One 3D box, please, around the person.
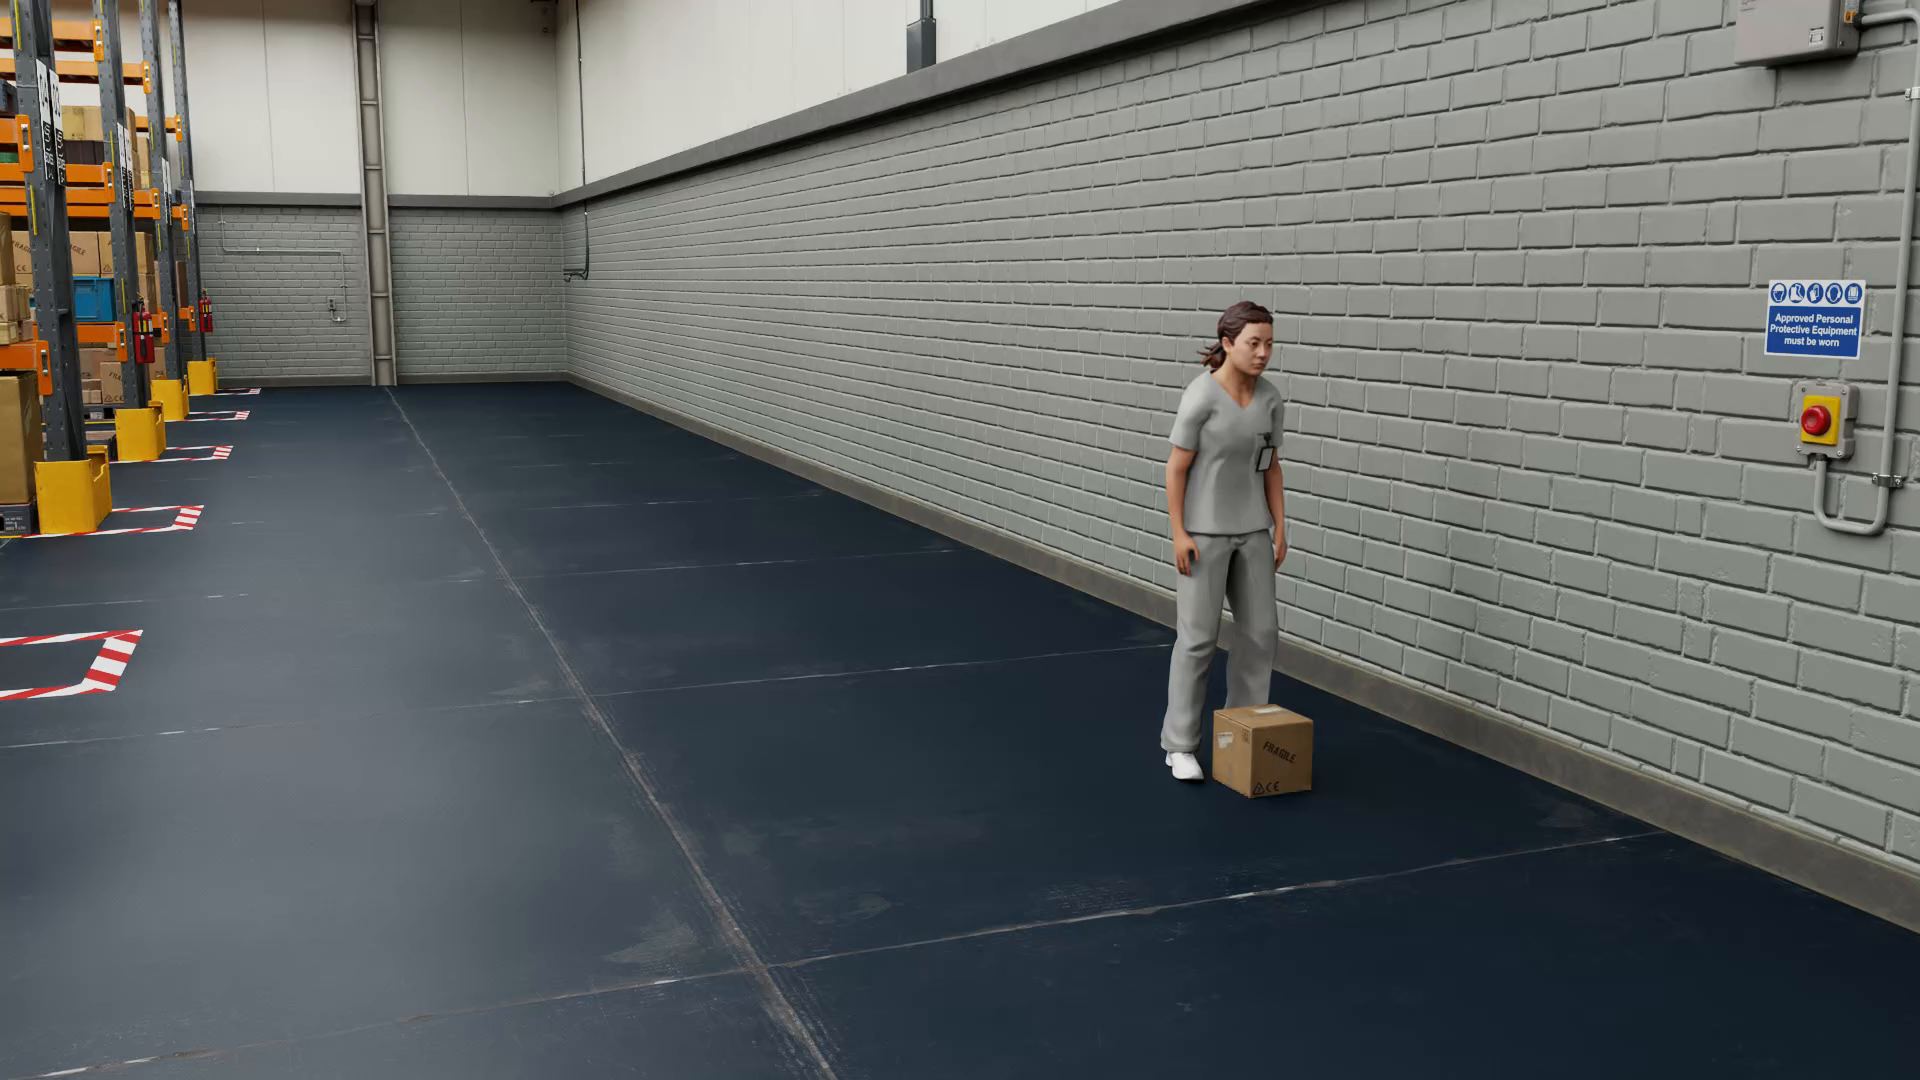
[{"bbox_3d":[0.962,-0.002,5.883,0.494,1.672,0.415,-4,10,-23],"label":"person"}]
